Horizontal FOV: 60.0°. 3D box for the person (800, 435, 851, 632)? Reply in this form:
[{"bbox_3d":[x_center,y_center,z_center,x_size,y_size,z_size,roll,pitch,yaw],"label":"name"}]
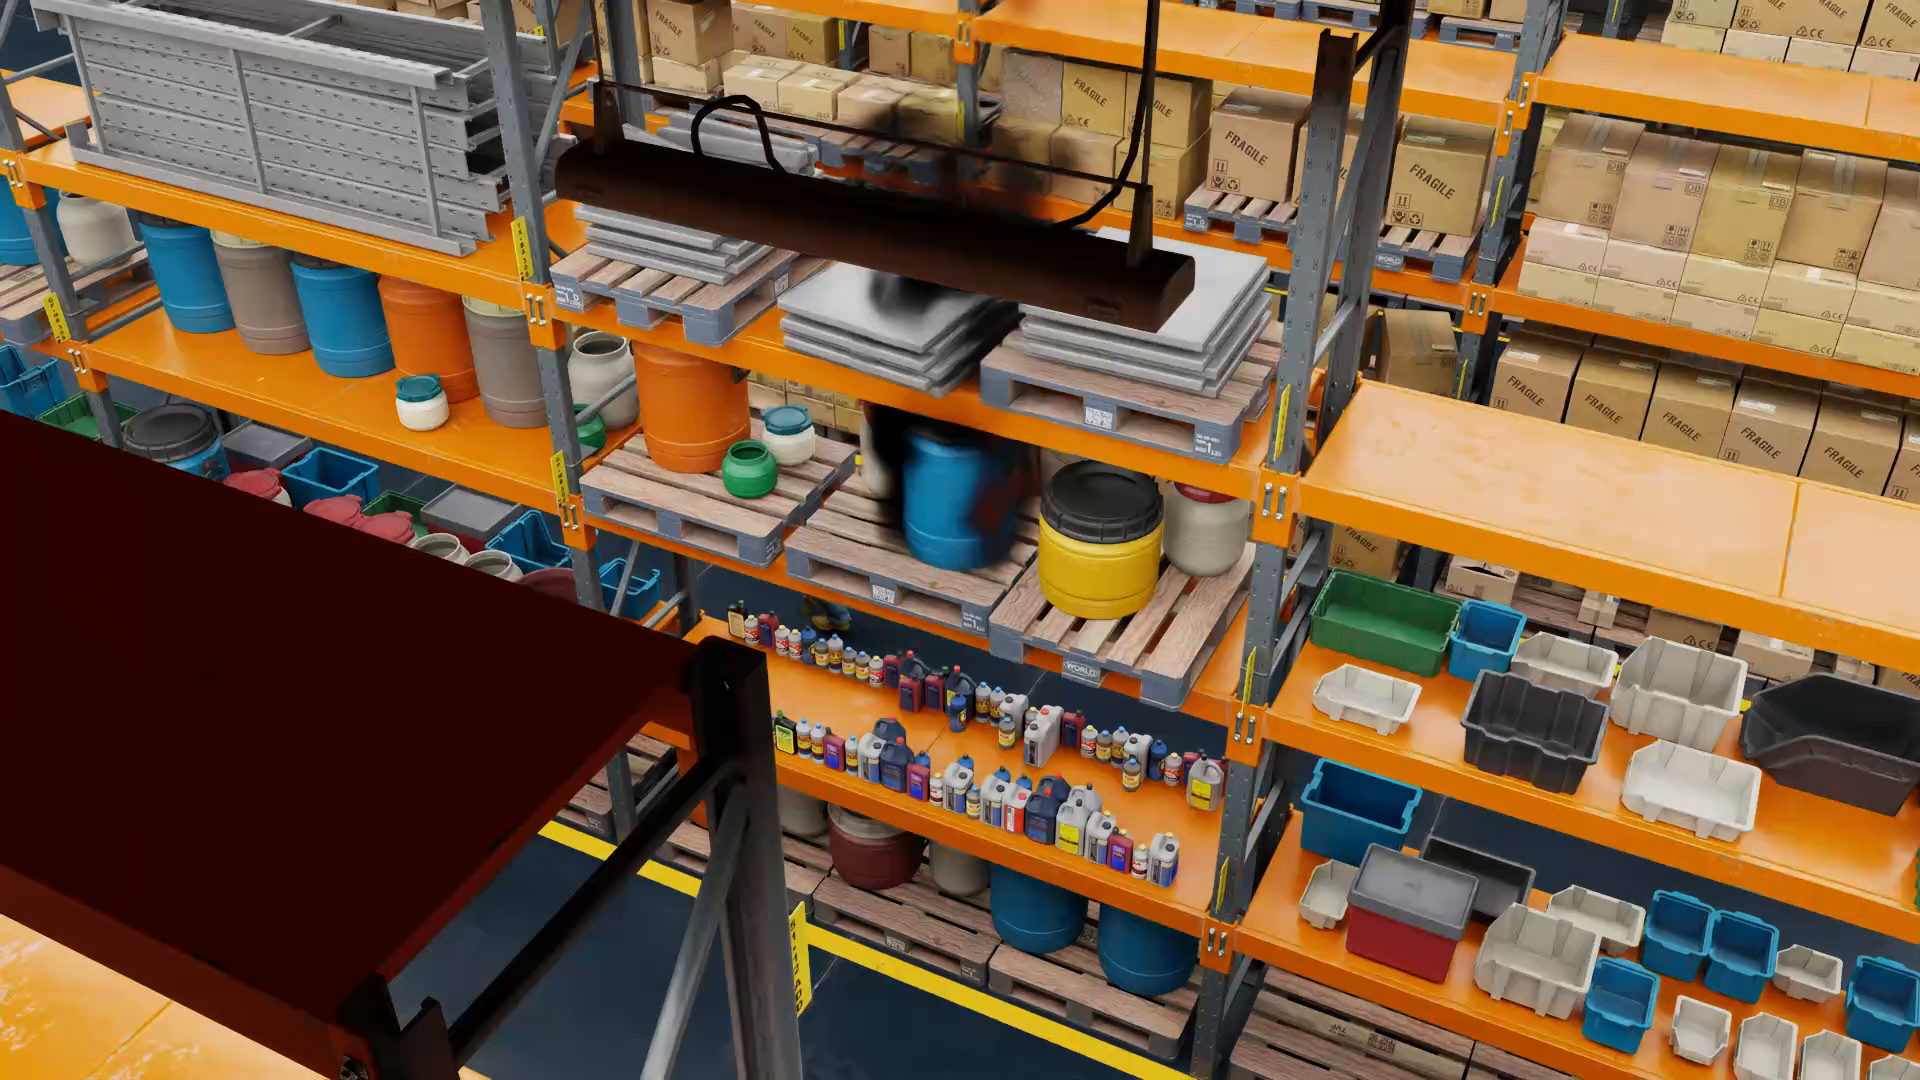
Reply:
[{"bbox_3d":[-1.167,-0.076,12.454,0.720,1.785,0.672,10,36,14],"label":"person"}]
